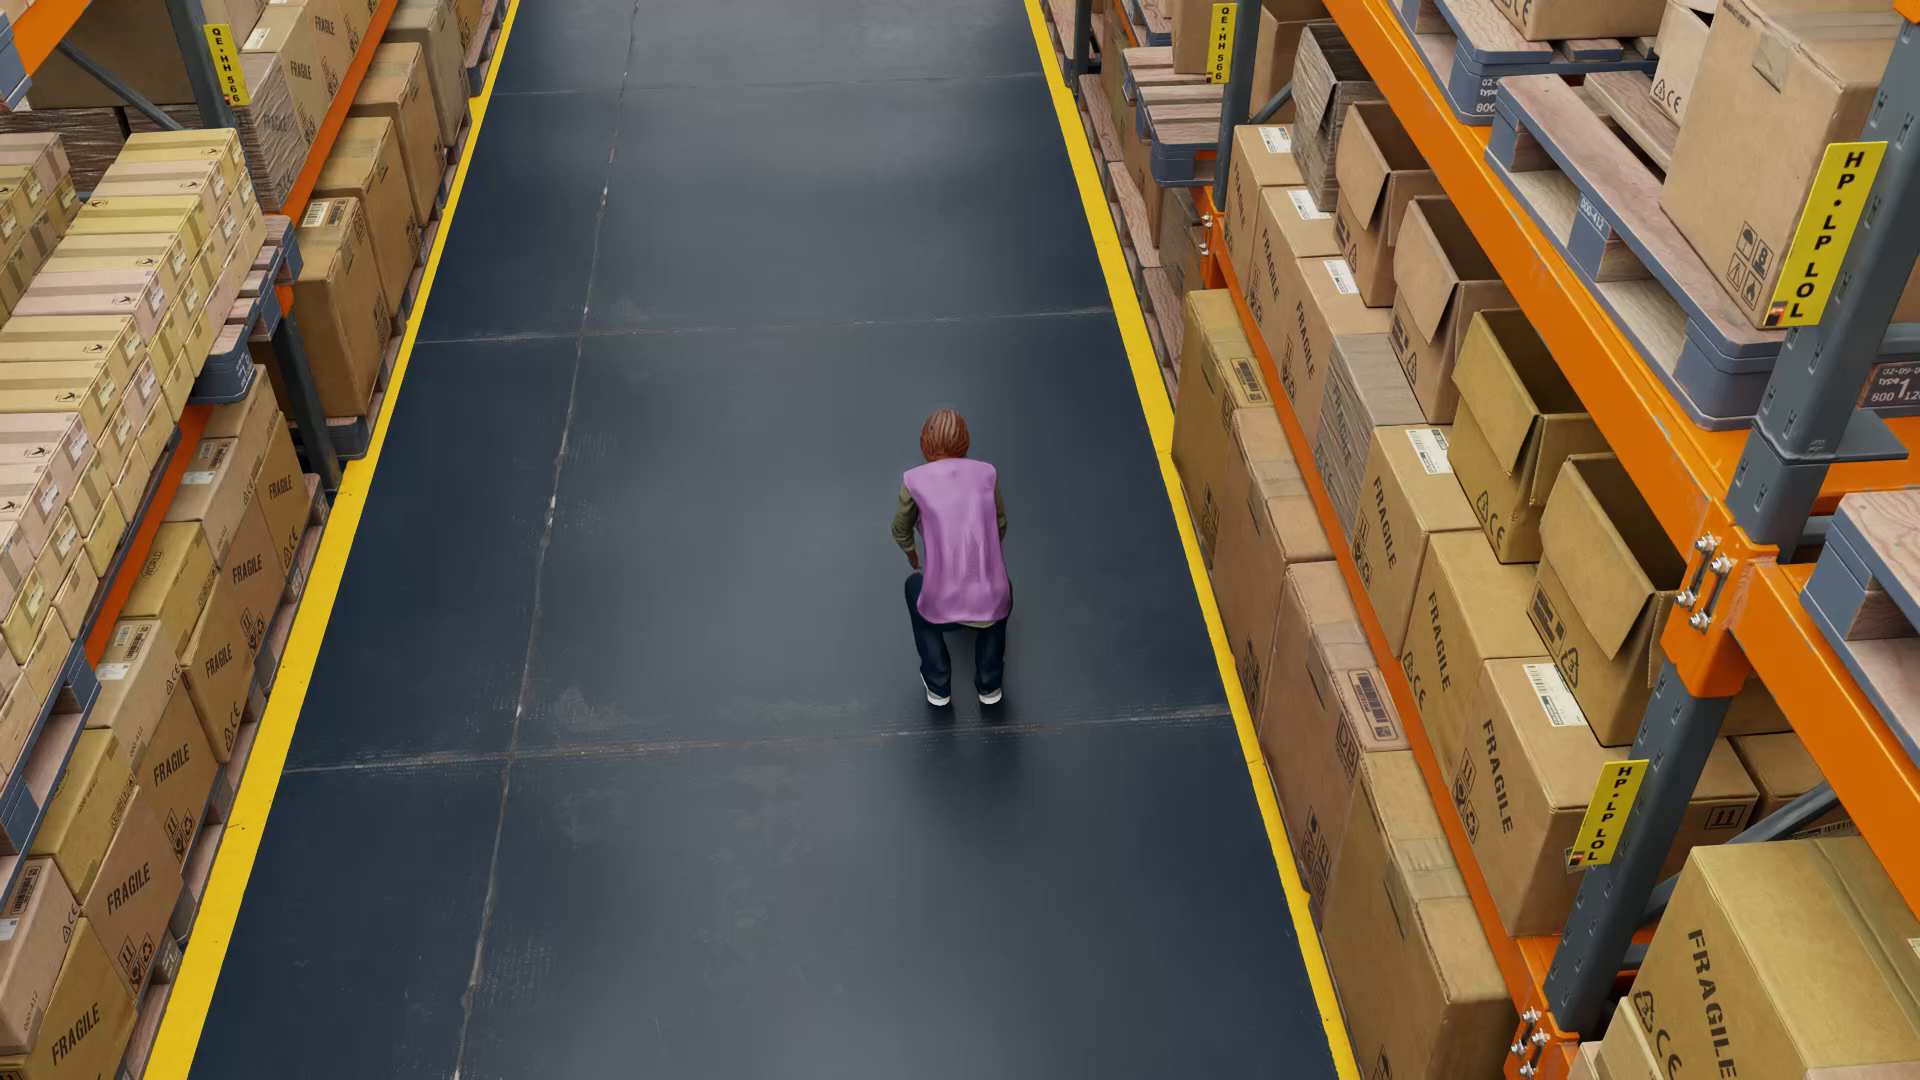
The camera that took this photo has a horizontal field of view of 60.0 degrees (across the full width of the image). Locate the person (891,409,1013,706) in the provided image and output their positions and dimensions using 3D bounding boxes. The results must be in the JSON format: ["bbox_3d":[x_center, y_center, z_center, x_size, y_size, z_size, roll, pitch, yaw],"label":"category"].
[{"bbox_3d":[-0.028,0.126,6.407,0.461,1.096,0.739,-2,40,-3],"label":"person"}]
